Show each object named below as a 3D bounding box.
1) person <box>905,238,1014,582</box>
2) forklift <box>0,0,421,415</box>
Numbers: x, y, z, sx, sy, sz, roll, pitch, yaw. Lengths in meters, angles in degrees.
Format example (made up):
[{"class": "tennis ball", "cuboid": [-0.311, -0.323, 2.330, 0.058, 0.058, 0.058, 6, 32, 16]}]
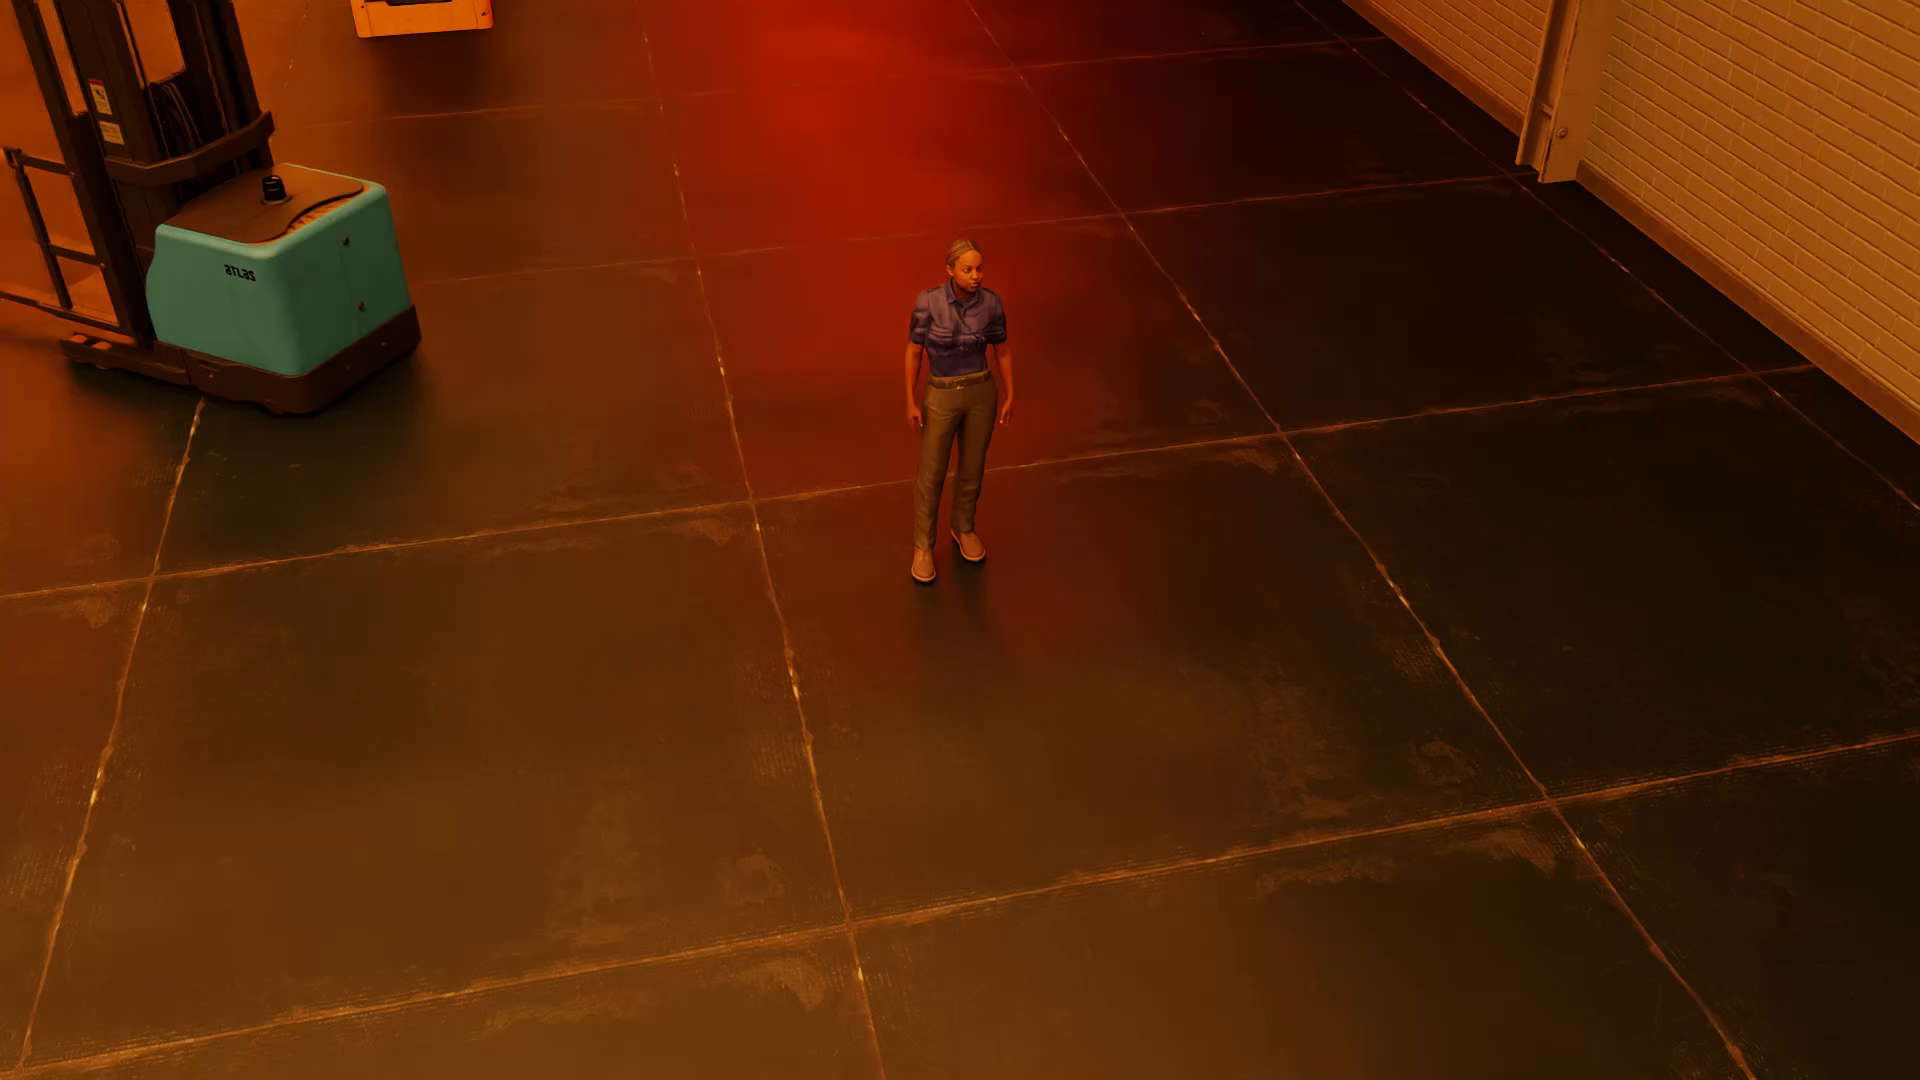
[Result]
[{"class": "person", "cuboid": [0.000, -0.625, 7.999, 0.569, 1.654, 0.504, -8, 36, -11]}, {"class": "forklift", "cuboid": [-4.845, -2.475, 9.490, 3.031, 2.935, 1.130, 15, 38, 20]}]
